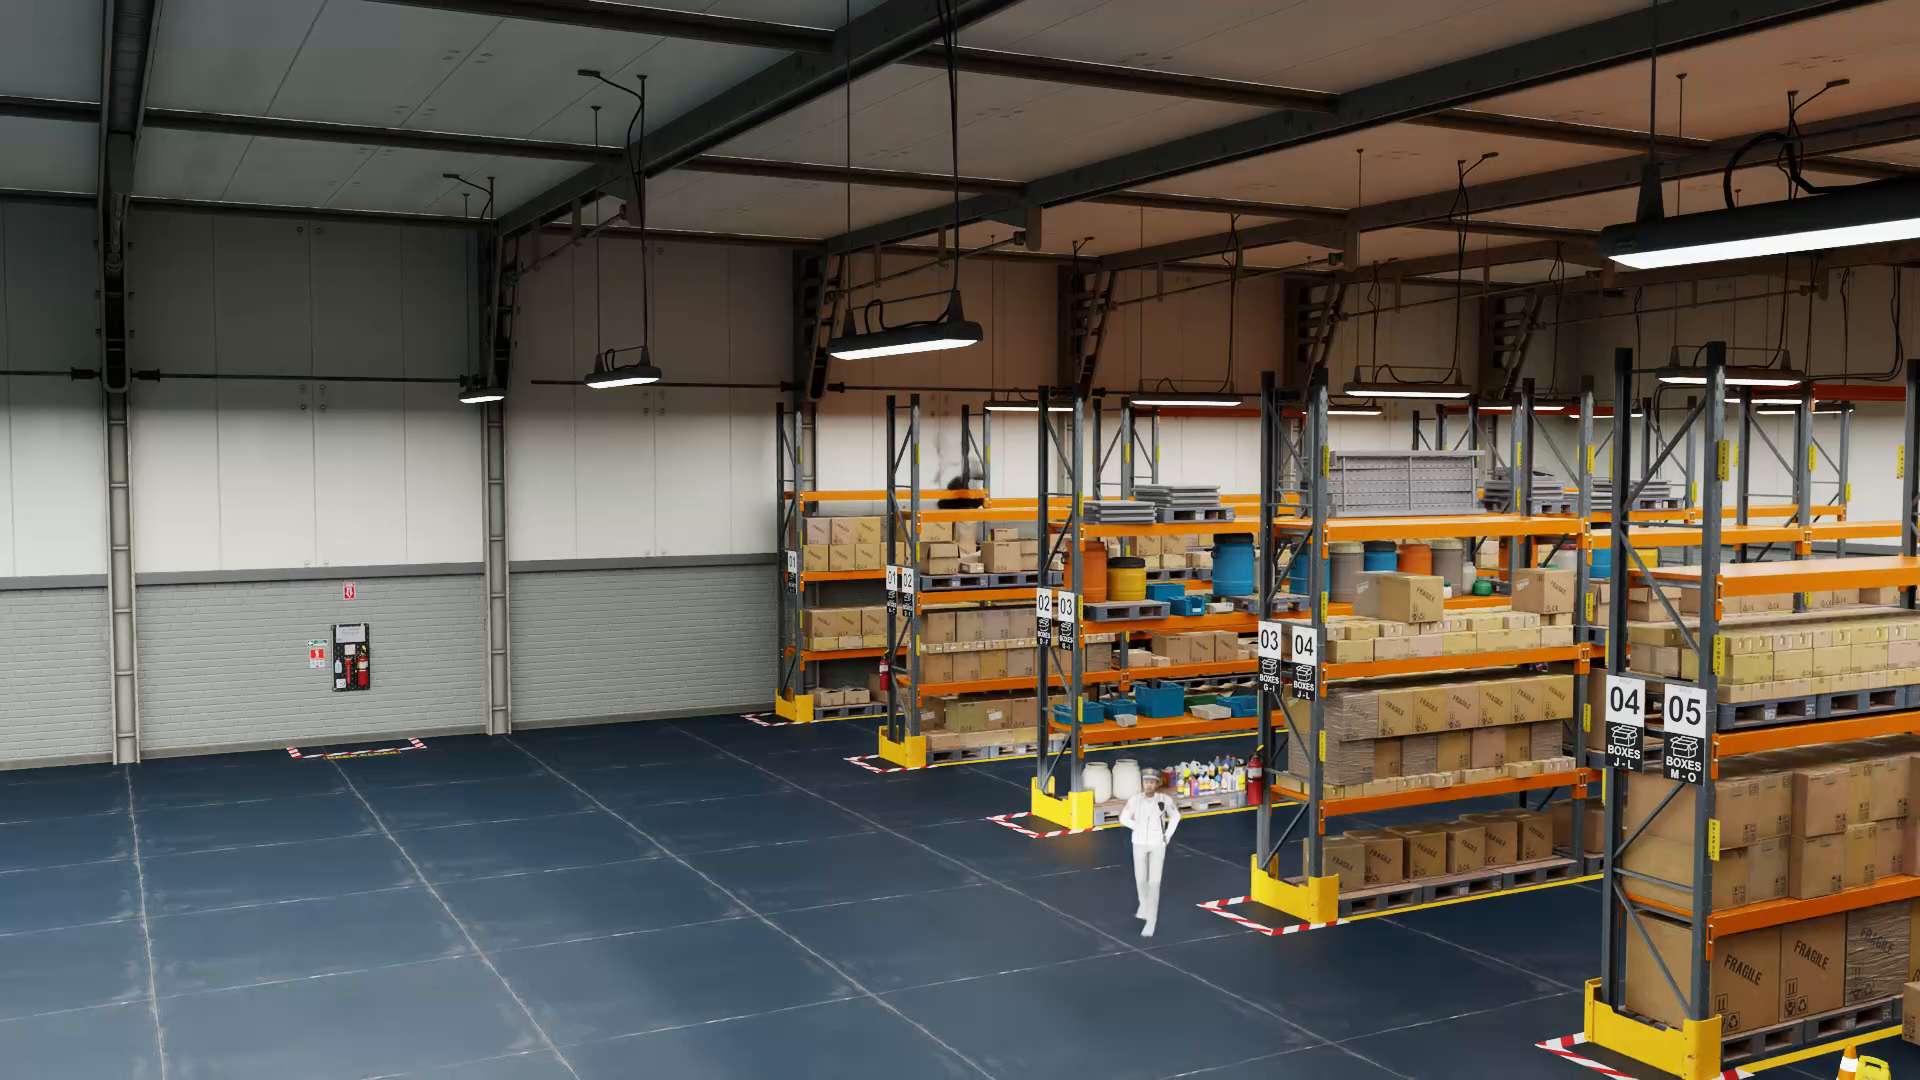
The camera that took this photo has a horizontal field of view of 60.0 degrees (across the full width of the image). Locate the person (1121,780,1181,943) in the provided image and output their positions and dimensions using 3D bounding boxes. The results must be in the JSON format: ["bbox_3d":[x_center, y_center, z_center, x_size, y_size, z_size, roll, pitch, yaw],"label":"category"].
[{"bbox_3d":[2.014,3.347,17.578,0.636,1.695,0.660,1,3,9],"label":"person"}]
